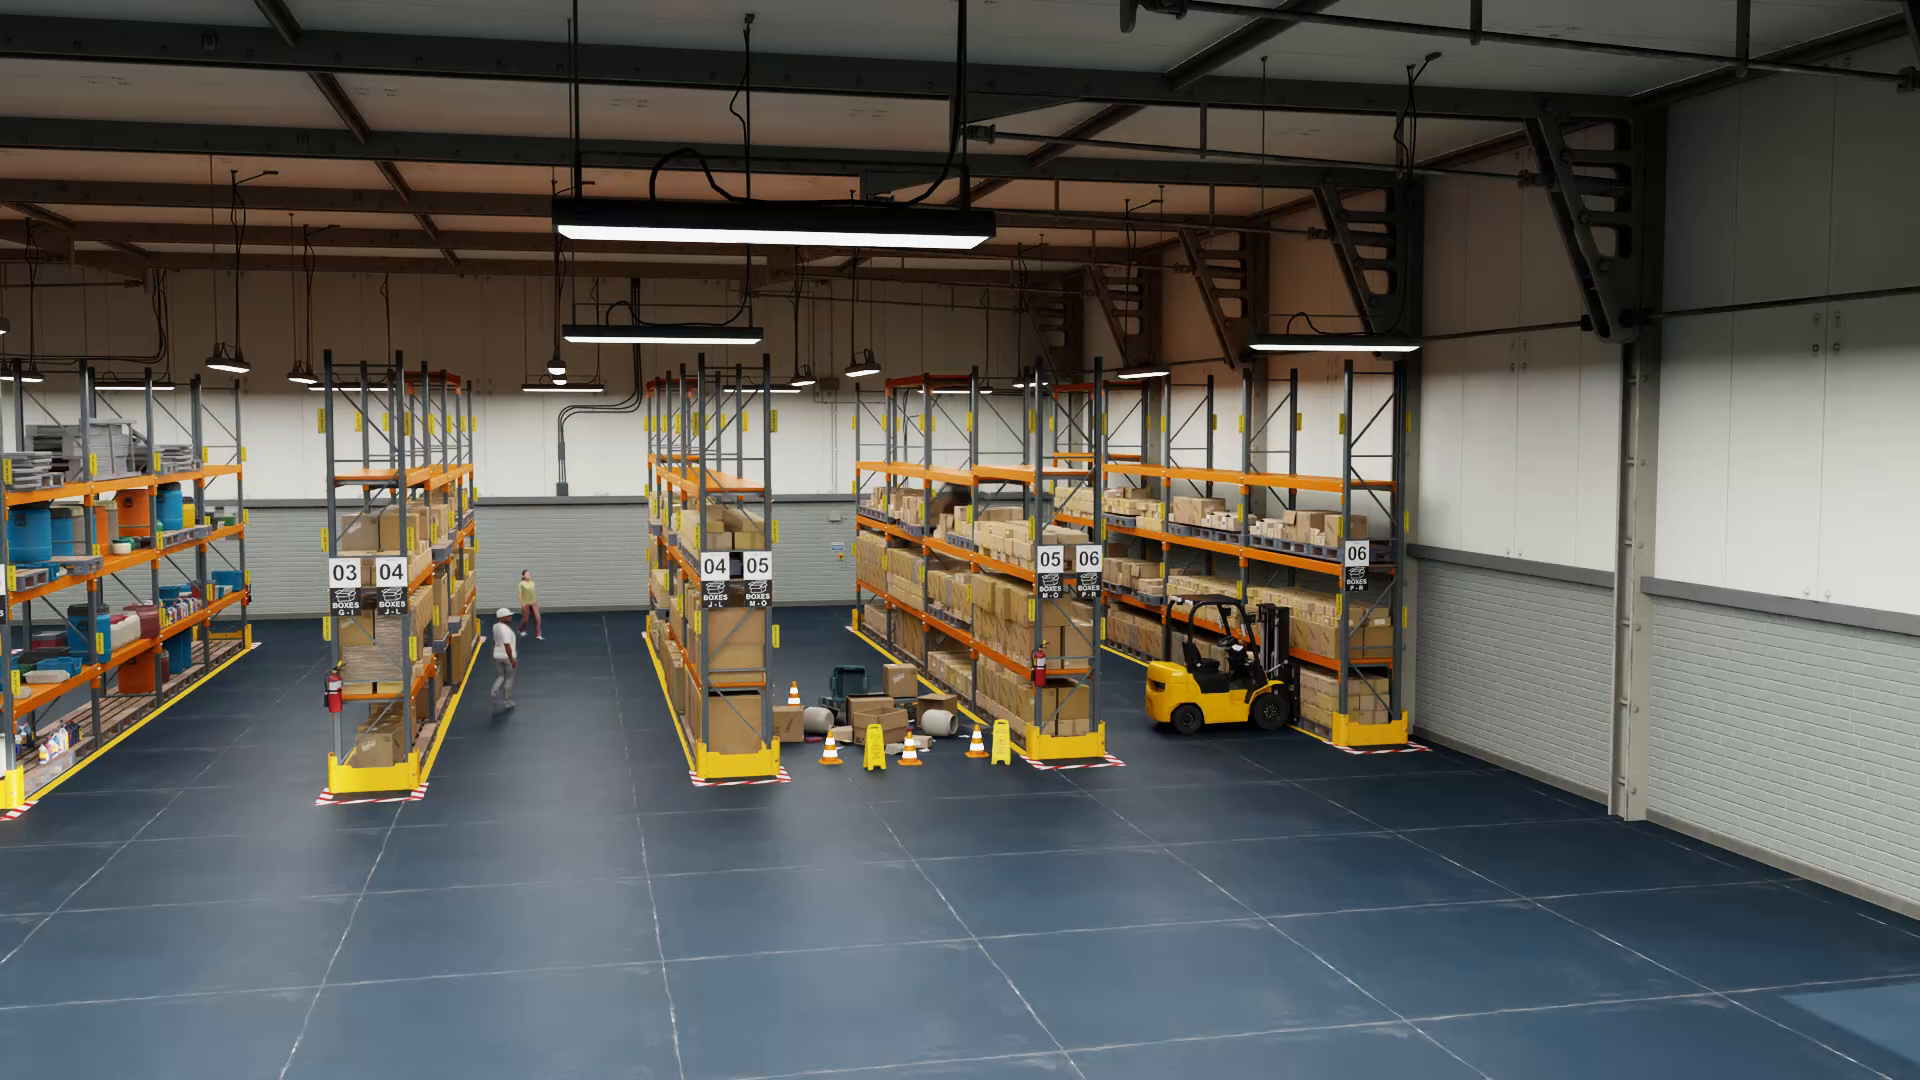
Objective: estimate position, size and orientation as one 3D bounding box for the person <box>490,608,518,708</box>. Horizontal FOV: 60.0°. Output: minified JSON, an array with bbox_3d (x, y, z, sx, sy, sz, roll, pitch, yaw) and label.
[{"bbox_3d":[-8.038,2.072,29.250,0.546,1.760,0.542,2,4,22],"label":"person"}]

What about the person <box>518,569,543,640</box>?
[{"bbox_3d":[-10.019,1.496,38.641,0.479,1.623,0.766,-3,5,-33],"label":"person"}]
